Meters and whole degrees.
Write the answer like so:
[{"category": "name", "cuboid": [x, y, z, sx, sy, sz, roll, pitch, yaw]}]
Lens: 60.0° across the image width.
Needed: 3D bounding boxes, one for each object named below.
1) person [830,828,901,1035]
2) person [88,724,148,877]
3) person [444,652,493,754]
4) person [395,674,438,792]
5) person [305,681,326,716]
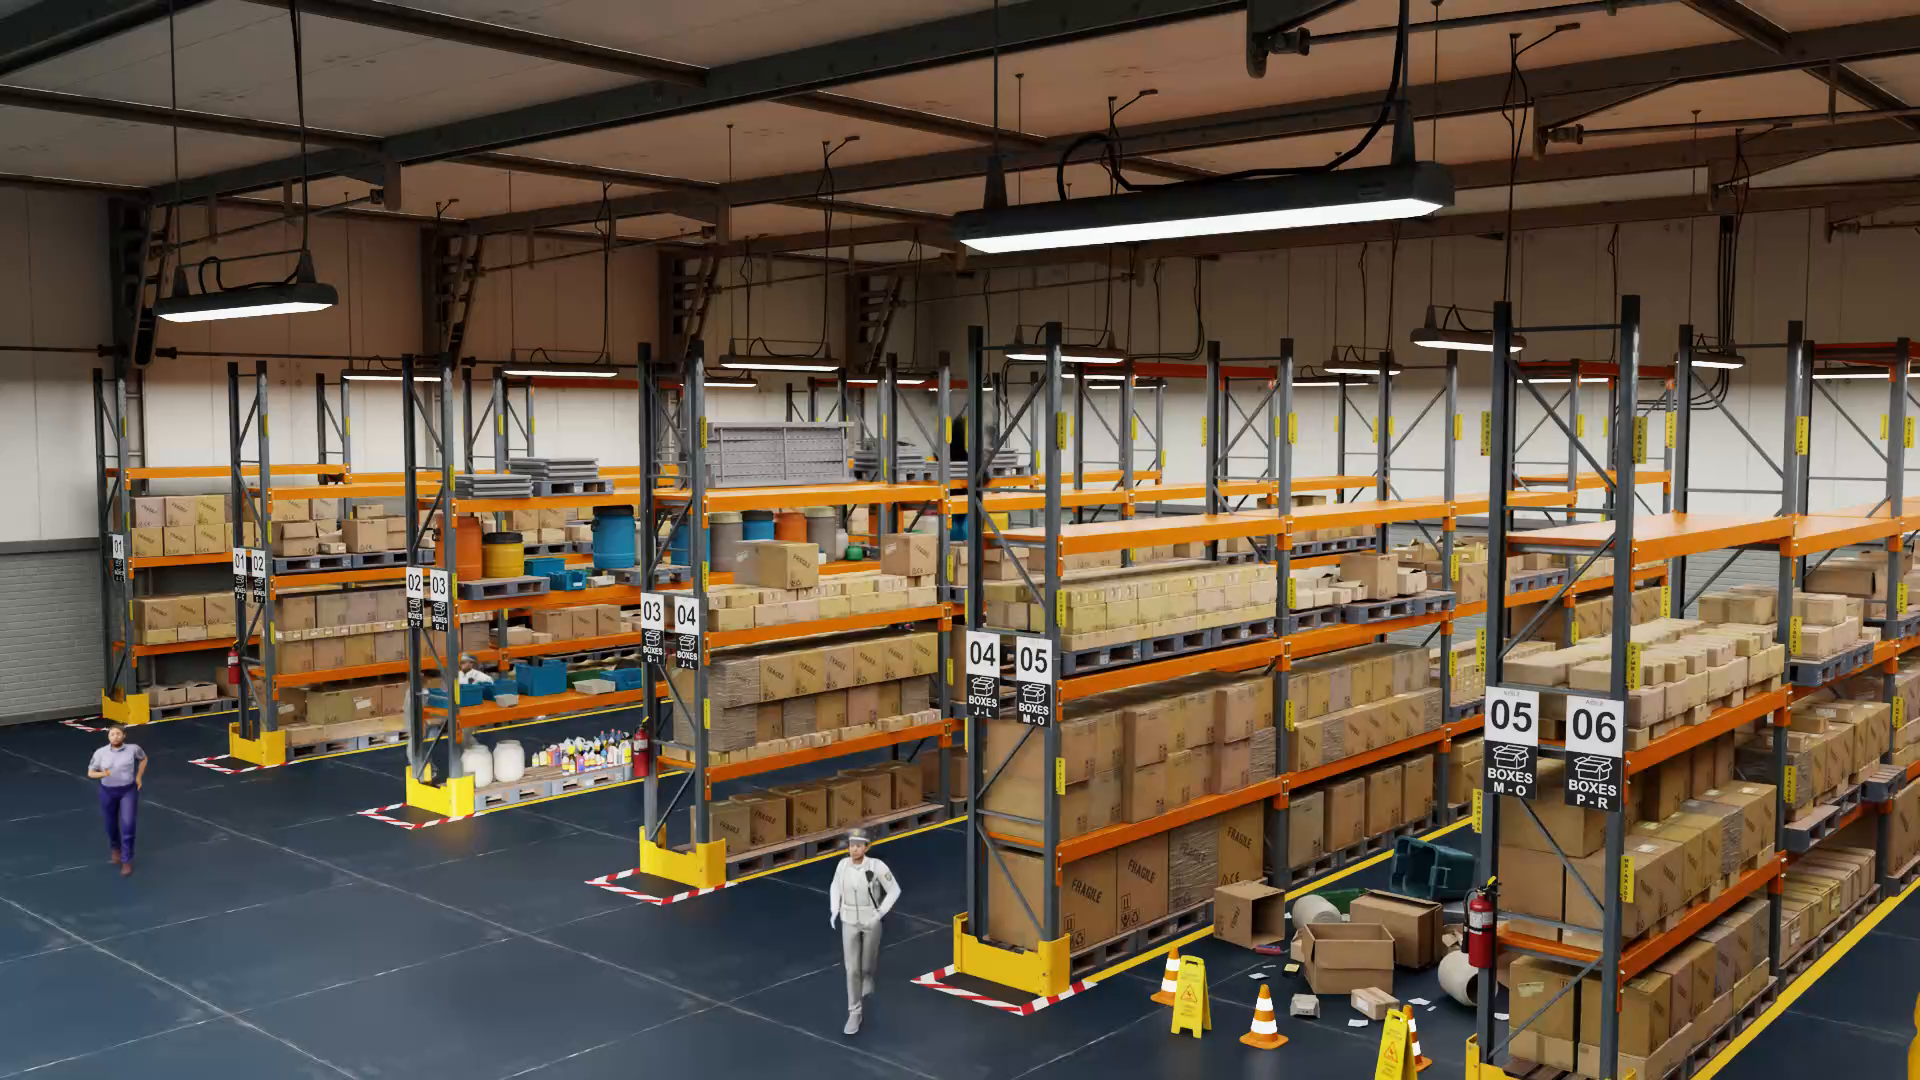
[{"category": "person", "cuboid": [-0.815, 3.271, 14.235, 0.634, 1.704, 0.801, 1, 4, 11]}, {"category": "person", "cuboid": [-9.586, 2.926, 18.936, 0.597, 1.667, 0.854, -2, 5, -22]}, {"category": "person", "cuboid": [-7.122, 2.526, 24.018, 0.640, 1.831, 0.727, 3, 5, 34]}, {"category": "person", "cuboid": [-7.567, 2.666, 23.183, 0.516, 1.628, 0.673, 3, 5, 35]}, {"category": "person", "cuboid": [-10.635, 2.223, 27.479, 0.708, 1.785, 1.000, 2, 5, 30]}]
